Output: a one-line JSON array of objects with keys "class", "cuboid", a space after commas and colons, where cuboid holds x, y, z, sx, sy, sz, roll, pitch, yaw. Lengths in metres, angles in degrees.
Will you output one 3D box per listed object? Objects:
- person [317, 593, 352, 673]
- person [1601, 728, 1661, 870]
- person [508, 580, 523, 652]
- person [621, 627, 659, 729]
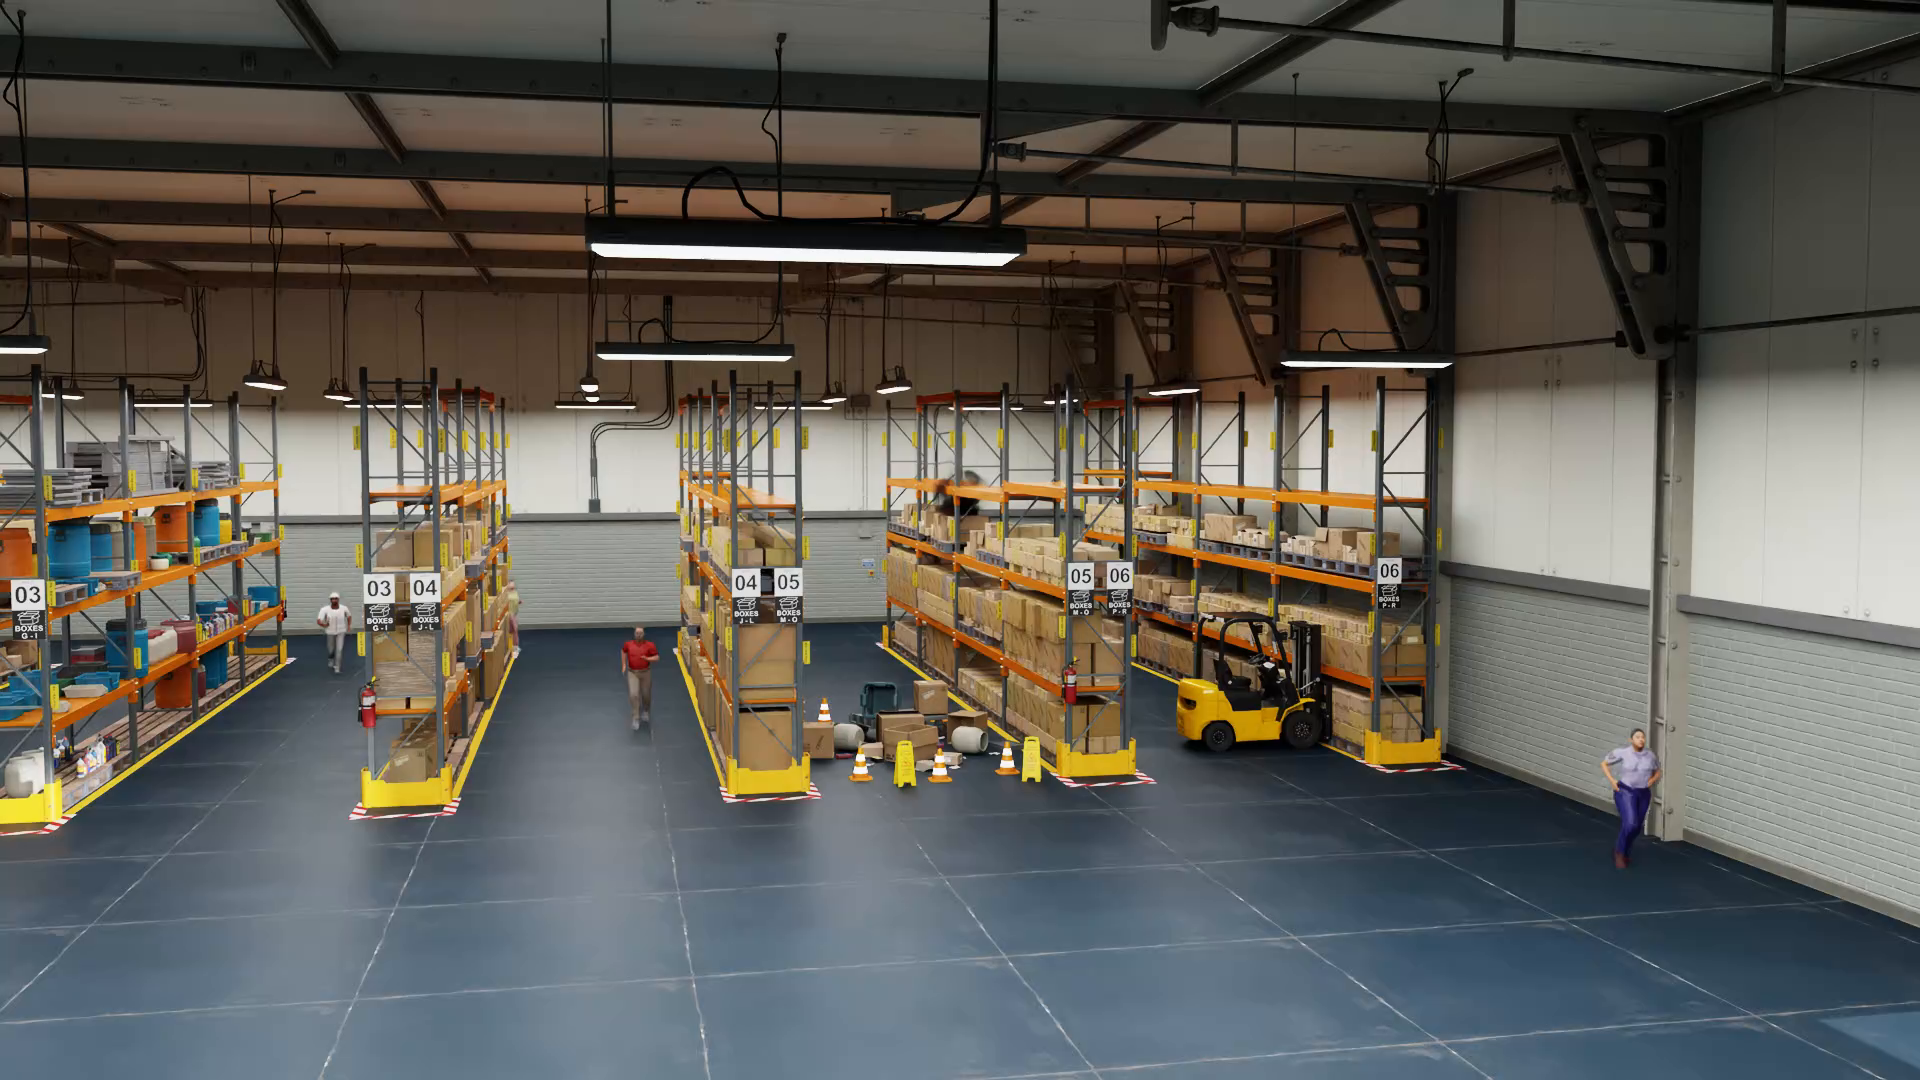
[{"class": "person", "cuboid": [-13.466, 2.000, 35.837, 0.710, 1.740, 0.775, -2, 4, -26]}, {"class": "person", "cuboid": [7.909, 3.040, 19.496, 0.641, 1.674, 0.598, 0, 3, -6]}, {"class": "person", "cuboid": [-10.752, 1.796, 39.748, 0.800, 1.715, 0.565, 2, 4, 24]}, {"class": "person", "cuboid": [-5.599, 2.375, 29.130, 0.665, 1.726, 0.987, -1, 3, -9]}]
